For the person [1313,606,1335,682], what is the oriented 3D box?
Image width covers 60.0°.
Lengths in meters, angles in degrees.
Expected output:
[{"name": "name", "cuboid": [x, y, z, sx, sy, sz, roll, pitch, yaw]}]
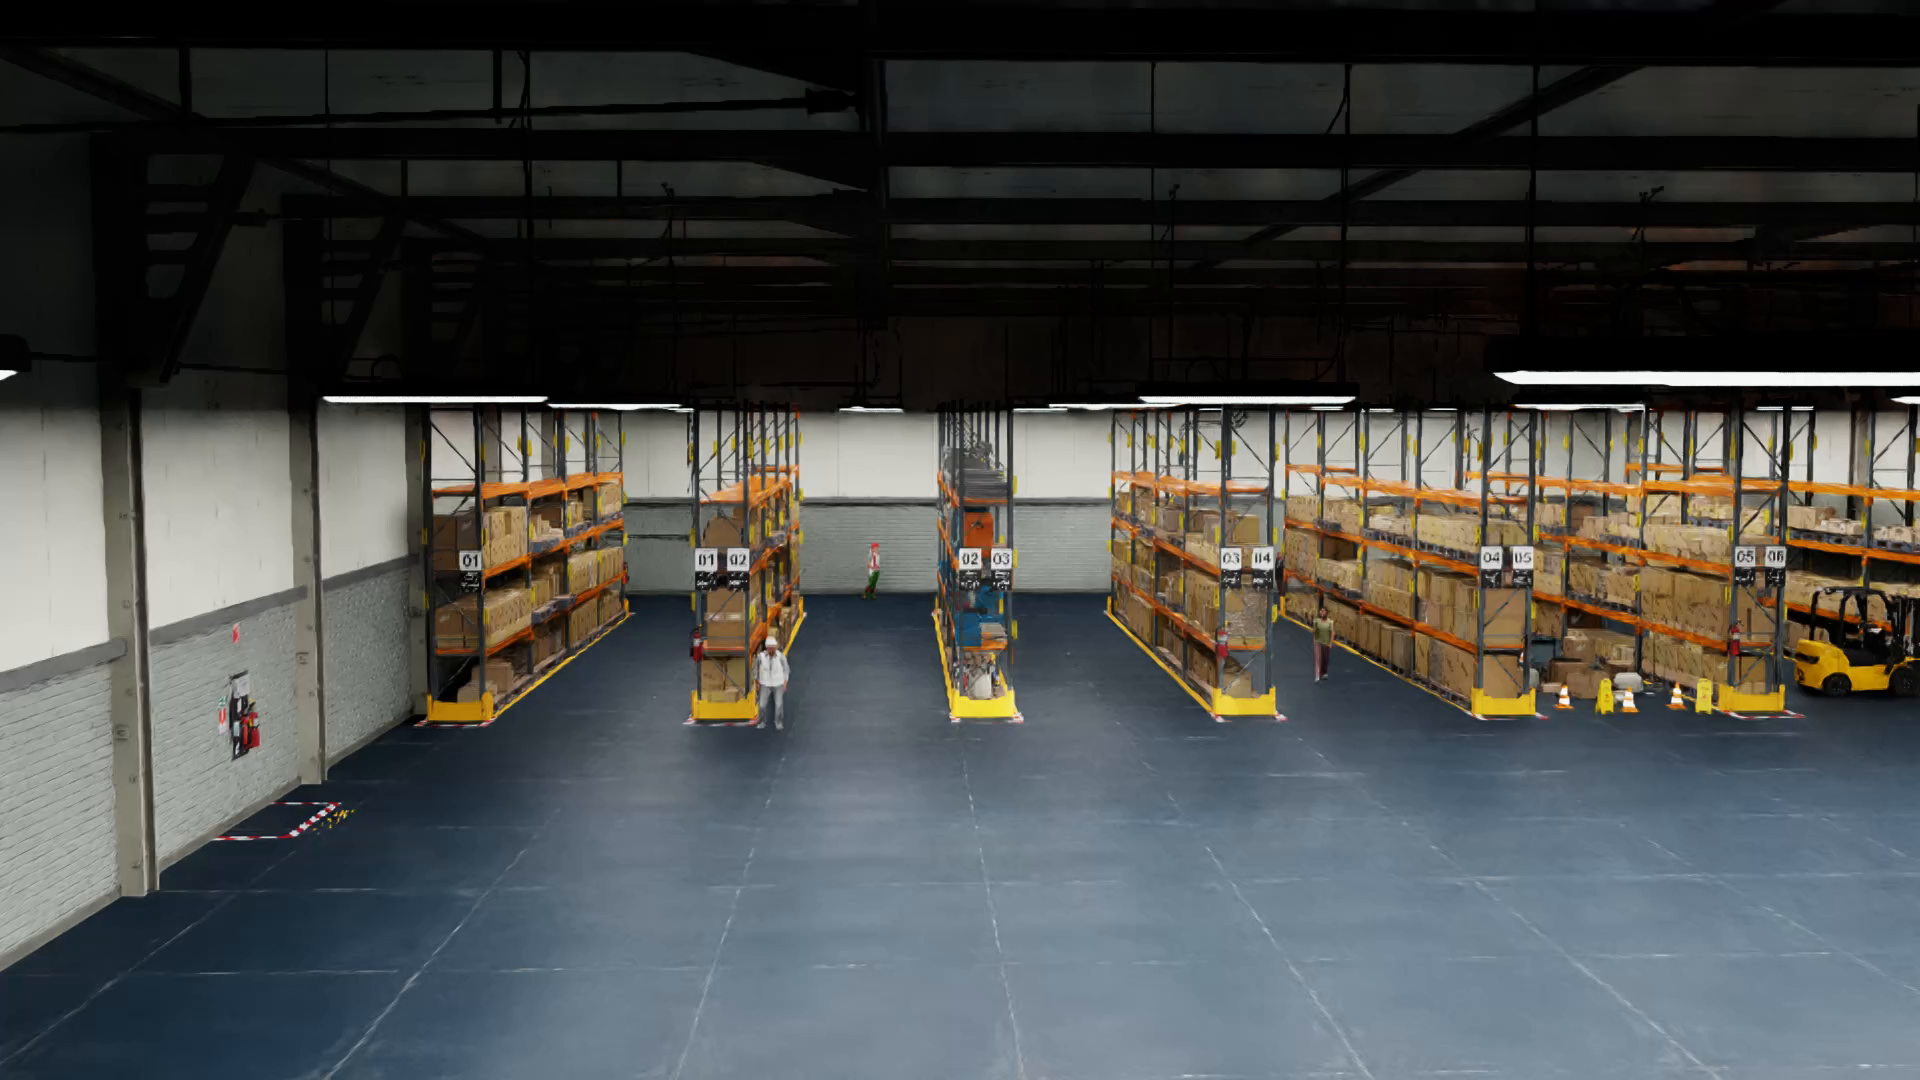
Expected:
[{"name": "person", "cuboid": [7.774, 2.208, 35.554, 0.447, 1.605, 1.017, 1, 4, 7]}]

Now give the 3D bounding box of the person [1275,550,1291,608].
[{"name": "person", "cuboid": [9.523, 1.145, 48.895, 0.469, 1.714, 0.639, -3, 5, -37]}]

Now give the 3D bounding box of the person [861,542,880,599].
[{"name": "person", "cuboid": [-2.735, 0.936, 51.195, 0.460, 1.780, 0.704, 3, 5, 32]}]

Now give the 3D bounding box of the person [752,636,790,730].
[{"name": "person", "cuboid": [-3.412, 2.587, 30.053, 0.677, 1.726, 0.574, 0, 4, -3]}]
